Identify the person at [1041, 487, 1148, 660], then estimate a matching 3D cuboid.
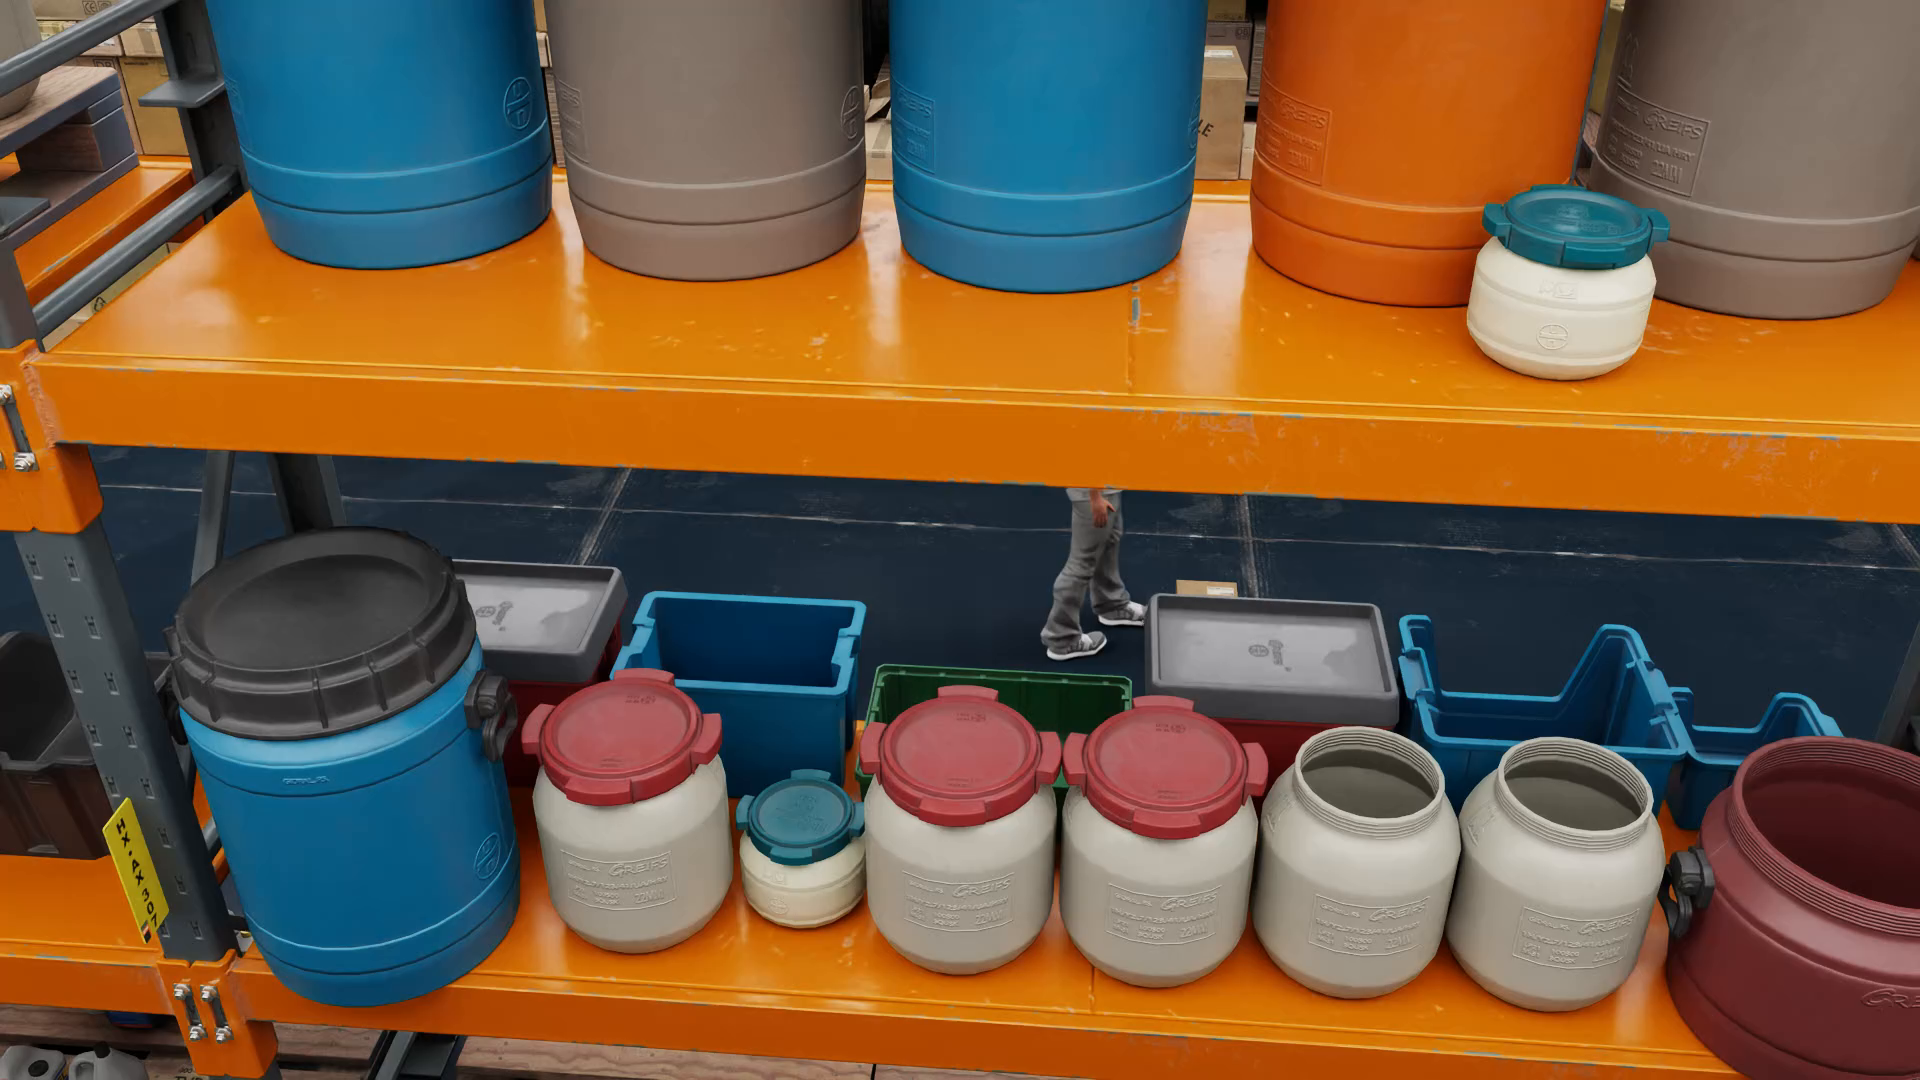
[{"bbox_3d":[0.594,-0.254,6.538,0.538,1.597,0.431,-1,32,-2],"label":"person"}]
